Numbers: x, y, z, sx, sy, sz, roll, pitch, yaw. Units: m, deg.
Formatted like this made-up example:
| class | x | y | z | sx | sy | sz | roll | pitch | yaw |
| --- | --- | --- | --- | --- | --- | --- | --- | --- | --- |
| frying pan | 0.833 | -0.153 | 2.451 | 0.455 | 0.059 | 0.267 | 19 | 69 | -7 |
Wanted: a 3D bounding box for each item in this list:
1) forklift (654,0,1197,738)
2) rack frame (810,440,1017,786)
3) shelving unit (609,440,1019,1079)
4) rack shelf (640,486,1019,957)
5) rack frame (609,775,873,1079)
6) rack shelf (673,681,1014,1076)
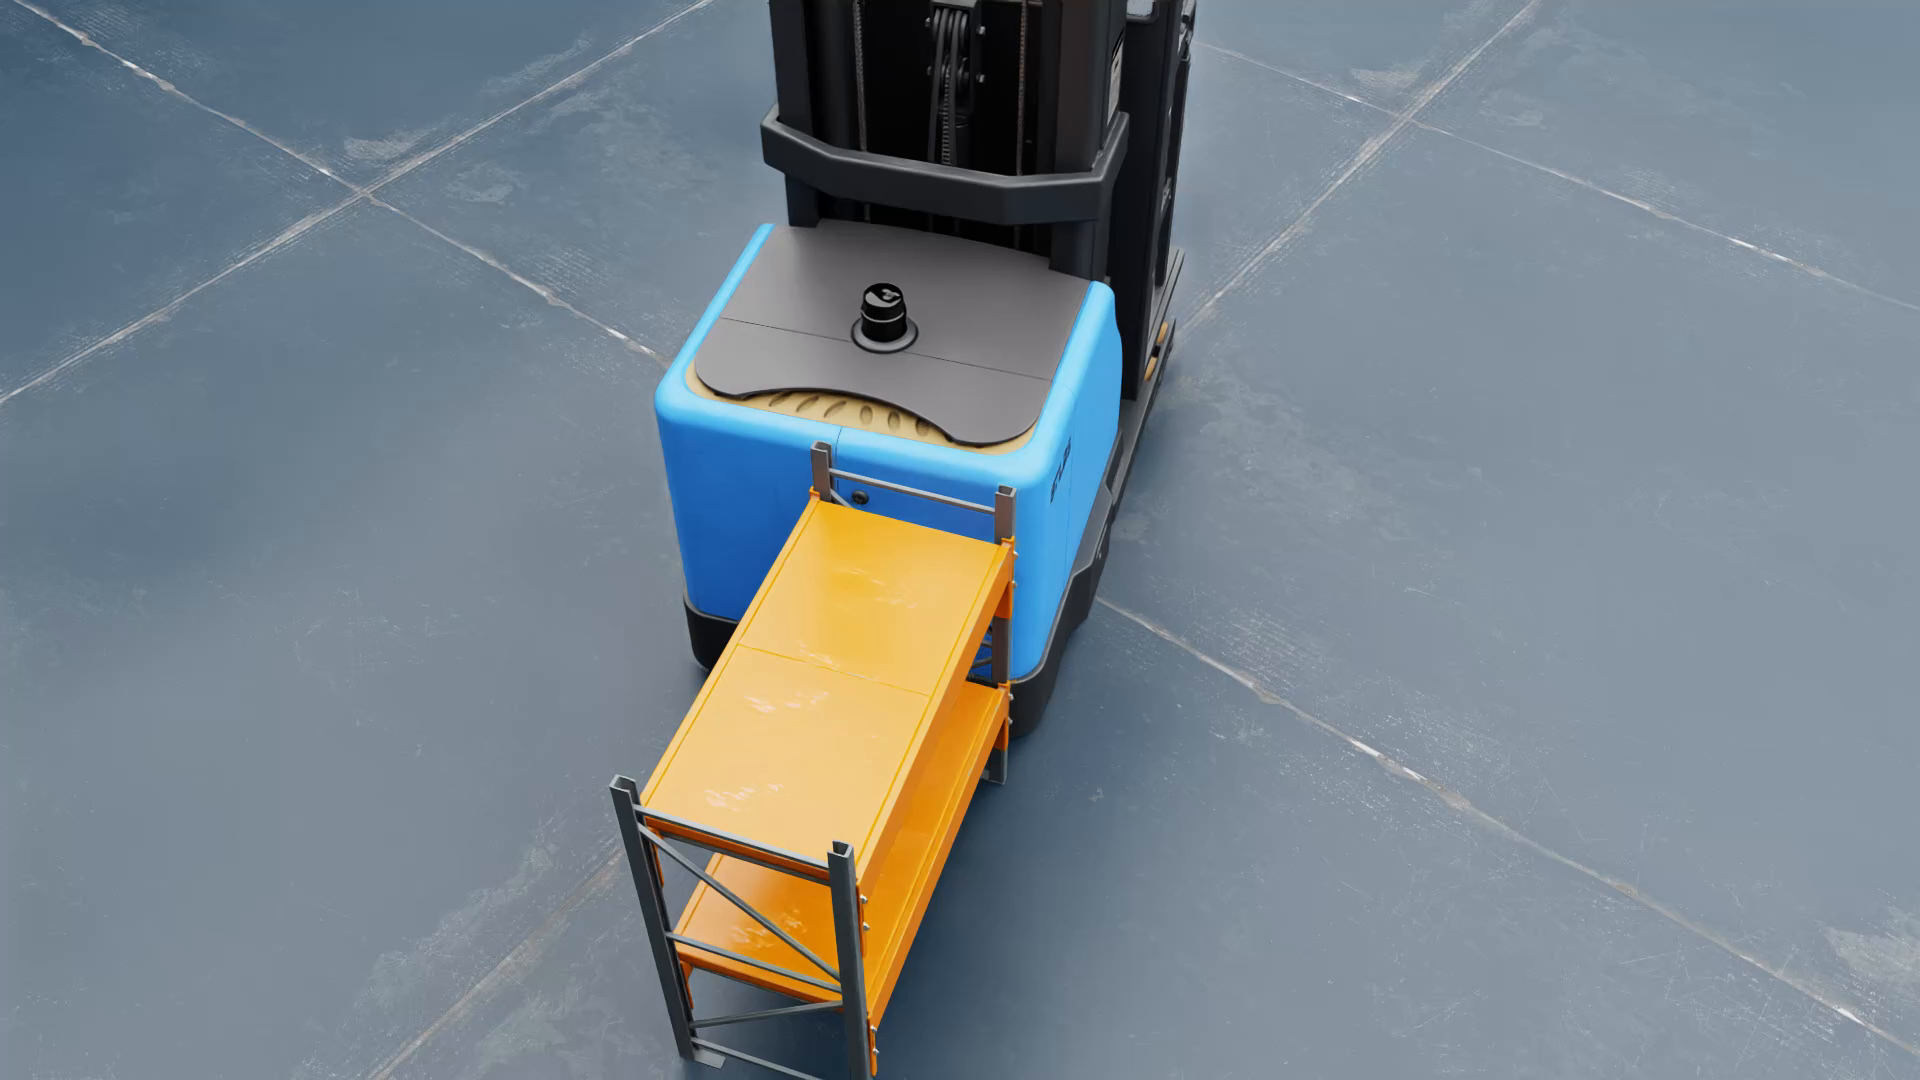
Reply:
| class | x | y | z | sx | sy | sz | roll | pitch | yaw |
| --- | --- | --- | --- | --- | --- | --- | --- | --- | --- |
| forklift | 0.121 | -1.550 | 4.703 | 1.130 | 2.935 | 3.031 | 12 | 47 | 11 |
| rack frame | -0.111 | 0.221 | 4.261 | 0.500 | 1.125 | 0.032 | 14 | 48 | 13 |
| shelving unit | -0.277 | 0.569 | 3.929 | 0.538 | 1.125 | 1.048 | 14 | 48 | 13 |
| rack shelf | -0.277 | 0.367 | 3.717 | 0.538 | 0.278 | 1.000 | 14 | 48 | 13 |
| rack frame | -0.442 | 0.916 | 3.597 | 0.500 | 1.125 | 0.032 | 14 | 48 | 13 |
| rack shelf | -0.277 | 0.738 | 4.105 | 0.538 | 0.278 | 1.000 | 14 | 48 | 13 |
